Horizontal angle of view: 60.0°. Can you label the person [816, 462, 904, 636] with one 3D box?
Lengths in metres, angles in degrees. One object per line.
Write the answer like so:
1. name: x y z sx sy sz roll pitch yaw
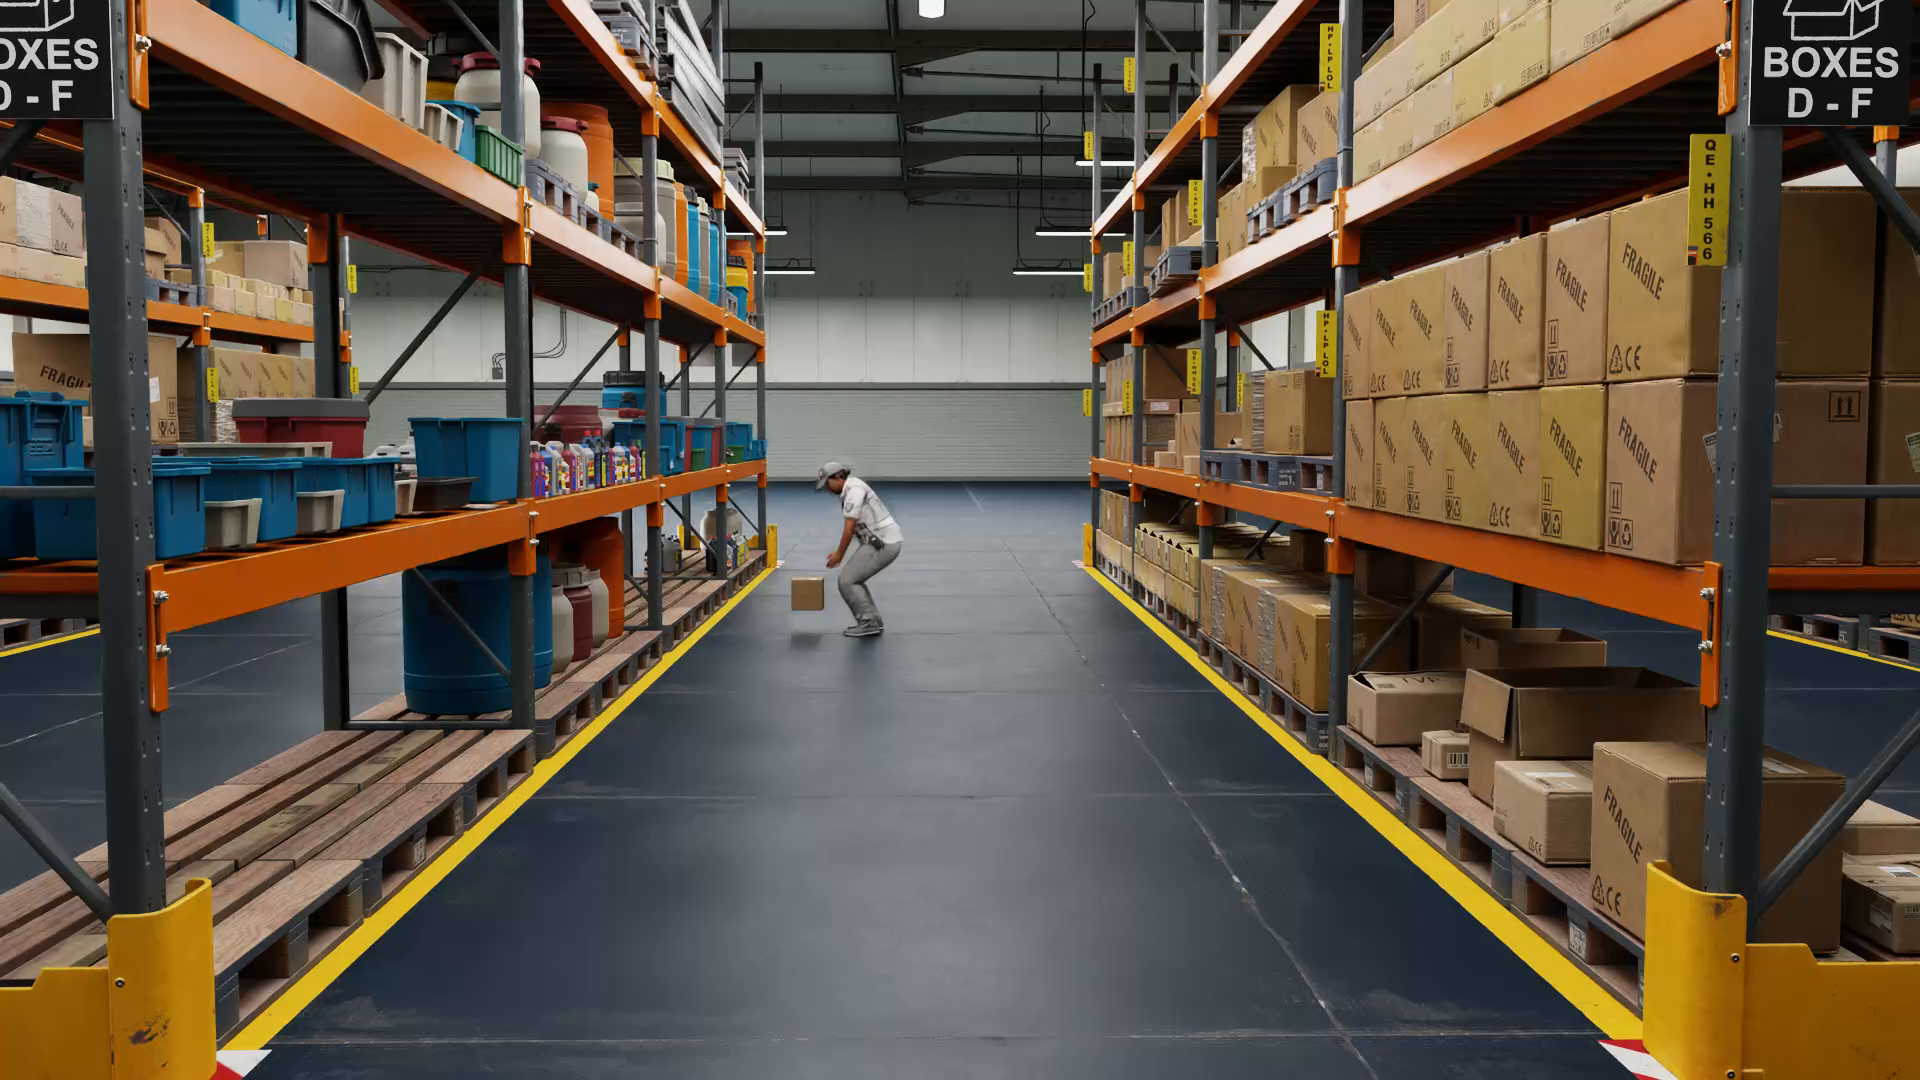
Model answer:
1. person: -0.810 0.069 13.462 0.709 1.406 0.533 0 4 -1
